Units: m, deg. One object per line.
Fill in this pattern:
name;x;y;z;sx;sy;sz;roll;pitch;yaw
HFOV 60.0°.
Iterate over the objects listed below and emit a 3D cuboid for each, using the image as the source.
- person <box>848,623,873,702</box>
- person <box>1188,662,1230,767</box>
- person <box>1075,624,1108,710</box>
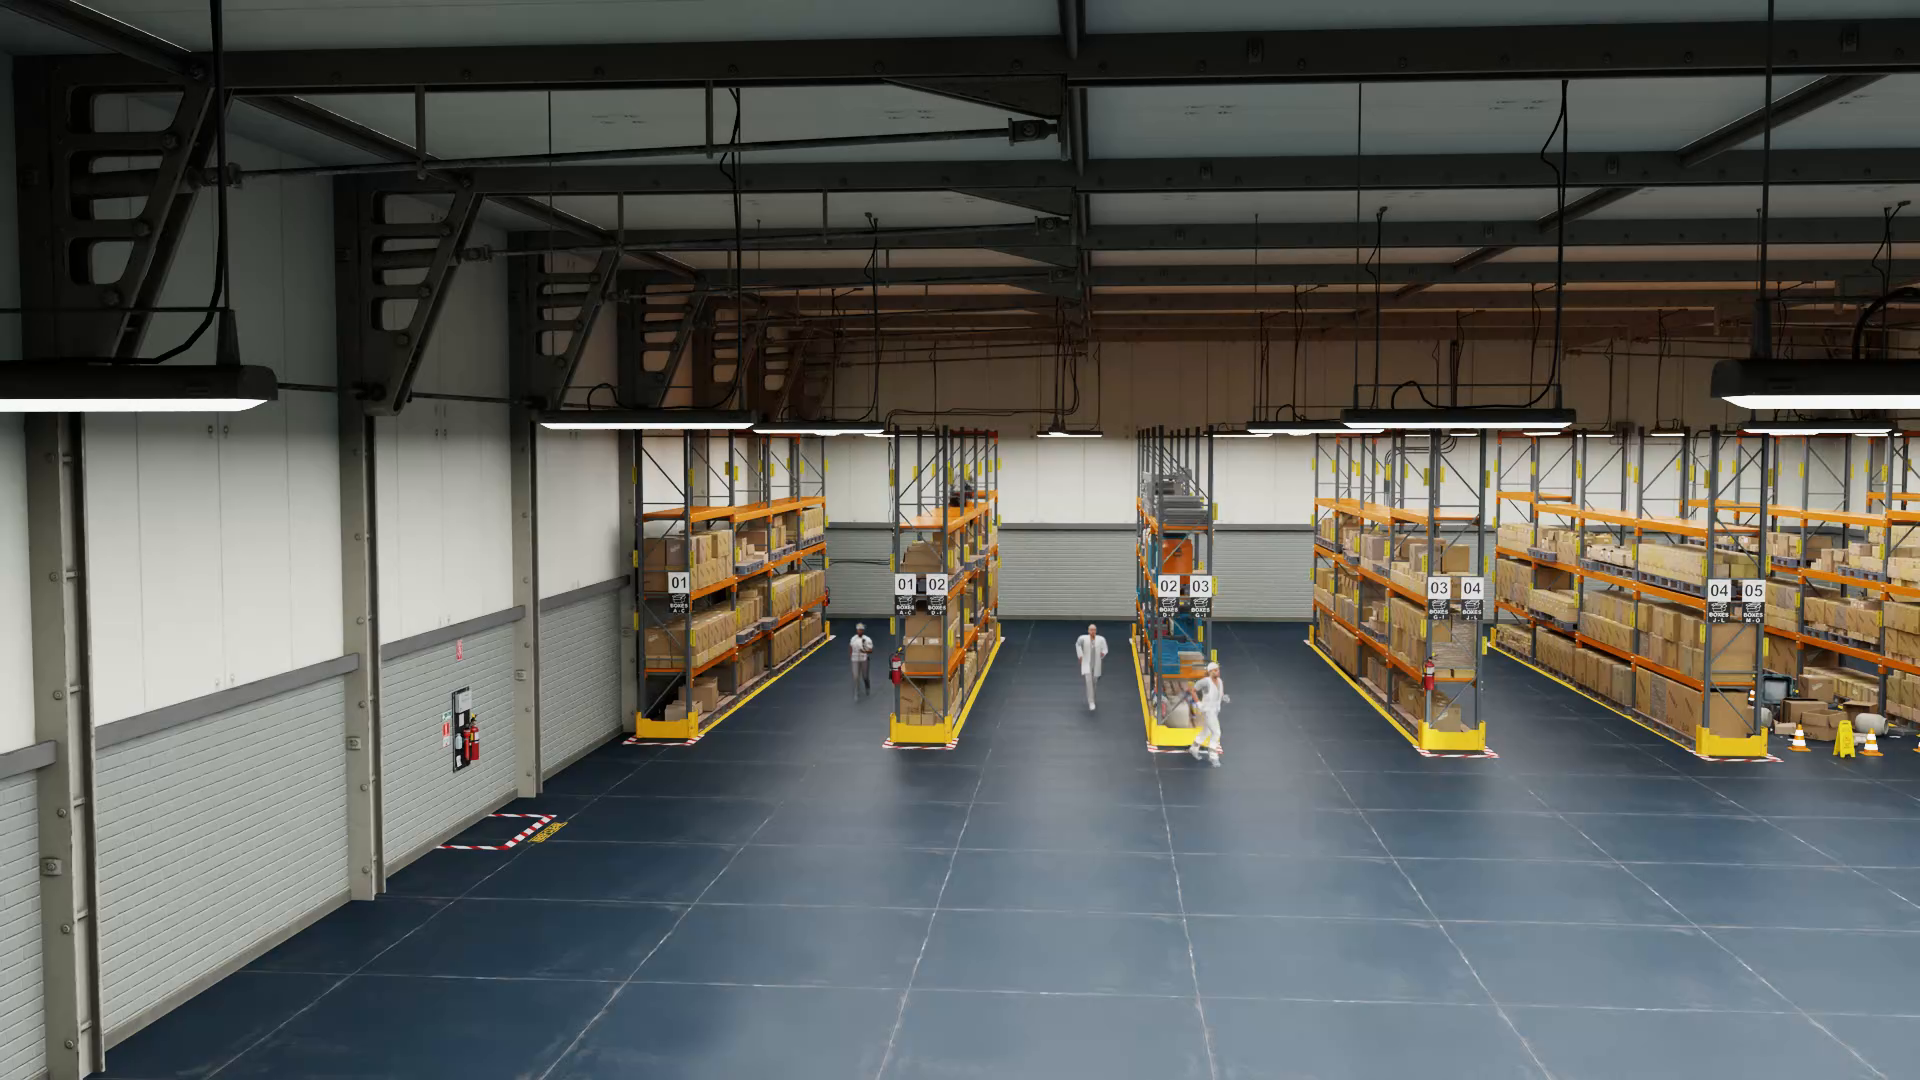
person;-2.189;2.662;36.506;0.581;1.676;0.904;0;3;7
person;4.391;3.066;29.398;0.792;1.844;0.653;3;5;42
person;2.826;2.690;35.664;0.662;1.792;1.049;0;3;-5
